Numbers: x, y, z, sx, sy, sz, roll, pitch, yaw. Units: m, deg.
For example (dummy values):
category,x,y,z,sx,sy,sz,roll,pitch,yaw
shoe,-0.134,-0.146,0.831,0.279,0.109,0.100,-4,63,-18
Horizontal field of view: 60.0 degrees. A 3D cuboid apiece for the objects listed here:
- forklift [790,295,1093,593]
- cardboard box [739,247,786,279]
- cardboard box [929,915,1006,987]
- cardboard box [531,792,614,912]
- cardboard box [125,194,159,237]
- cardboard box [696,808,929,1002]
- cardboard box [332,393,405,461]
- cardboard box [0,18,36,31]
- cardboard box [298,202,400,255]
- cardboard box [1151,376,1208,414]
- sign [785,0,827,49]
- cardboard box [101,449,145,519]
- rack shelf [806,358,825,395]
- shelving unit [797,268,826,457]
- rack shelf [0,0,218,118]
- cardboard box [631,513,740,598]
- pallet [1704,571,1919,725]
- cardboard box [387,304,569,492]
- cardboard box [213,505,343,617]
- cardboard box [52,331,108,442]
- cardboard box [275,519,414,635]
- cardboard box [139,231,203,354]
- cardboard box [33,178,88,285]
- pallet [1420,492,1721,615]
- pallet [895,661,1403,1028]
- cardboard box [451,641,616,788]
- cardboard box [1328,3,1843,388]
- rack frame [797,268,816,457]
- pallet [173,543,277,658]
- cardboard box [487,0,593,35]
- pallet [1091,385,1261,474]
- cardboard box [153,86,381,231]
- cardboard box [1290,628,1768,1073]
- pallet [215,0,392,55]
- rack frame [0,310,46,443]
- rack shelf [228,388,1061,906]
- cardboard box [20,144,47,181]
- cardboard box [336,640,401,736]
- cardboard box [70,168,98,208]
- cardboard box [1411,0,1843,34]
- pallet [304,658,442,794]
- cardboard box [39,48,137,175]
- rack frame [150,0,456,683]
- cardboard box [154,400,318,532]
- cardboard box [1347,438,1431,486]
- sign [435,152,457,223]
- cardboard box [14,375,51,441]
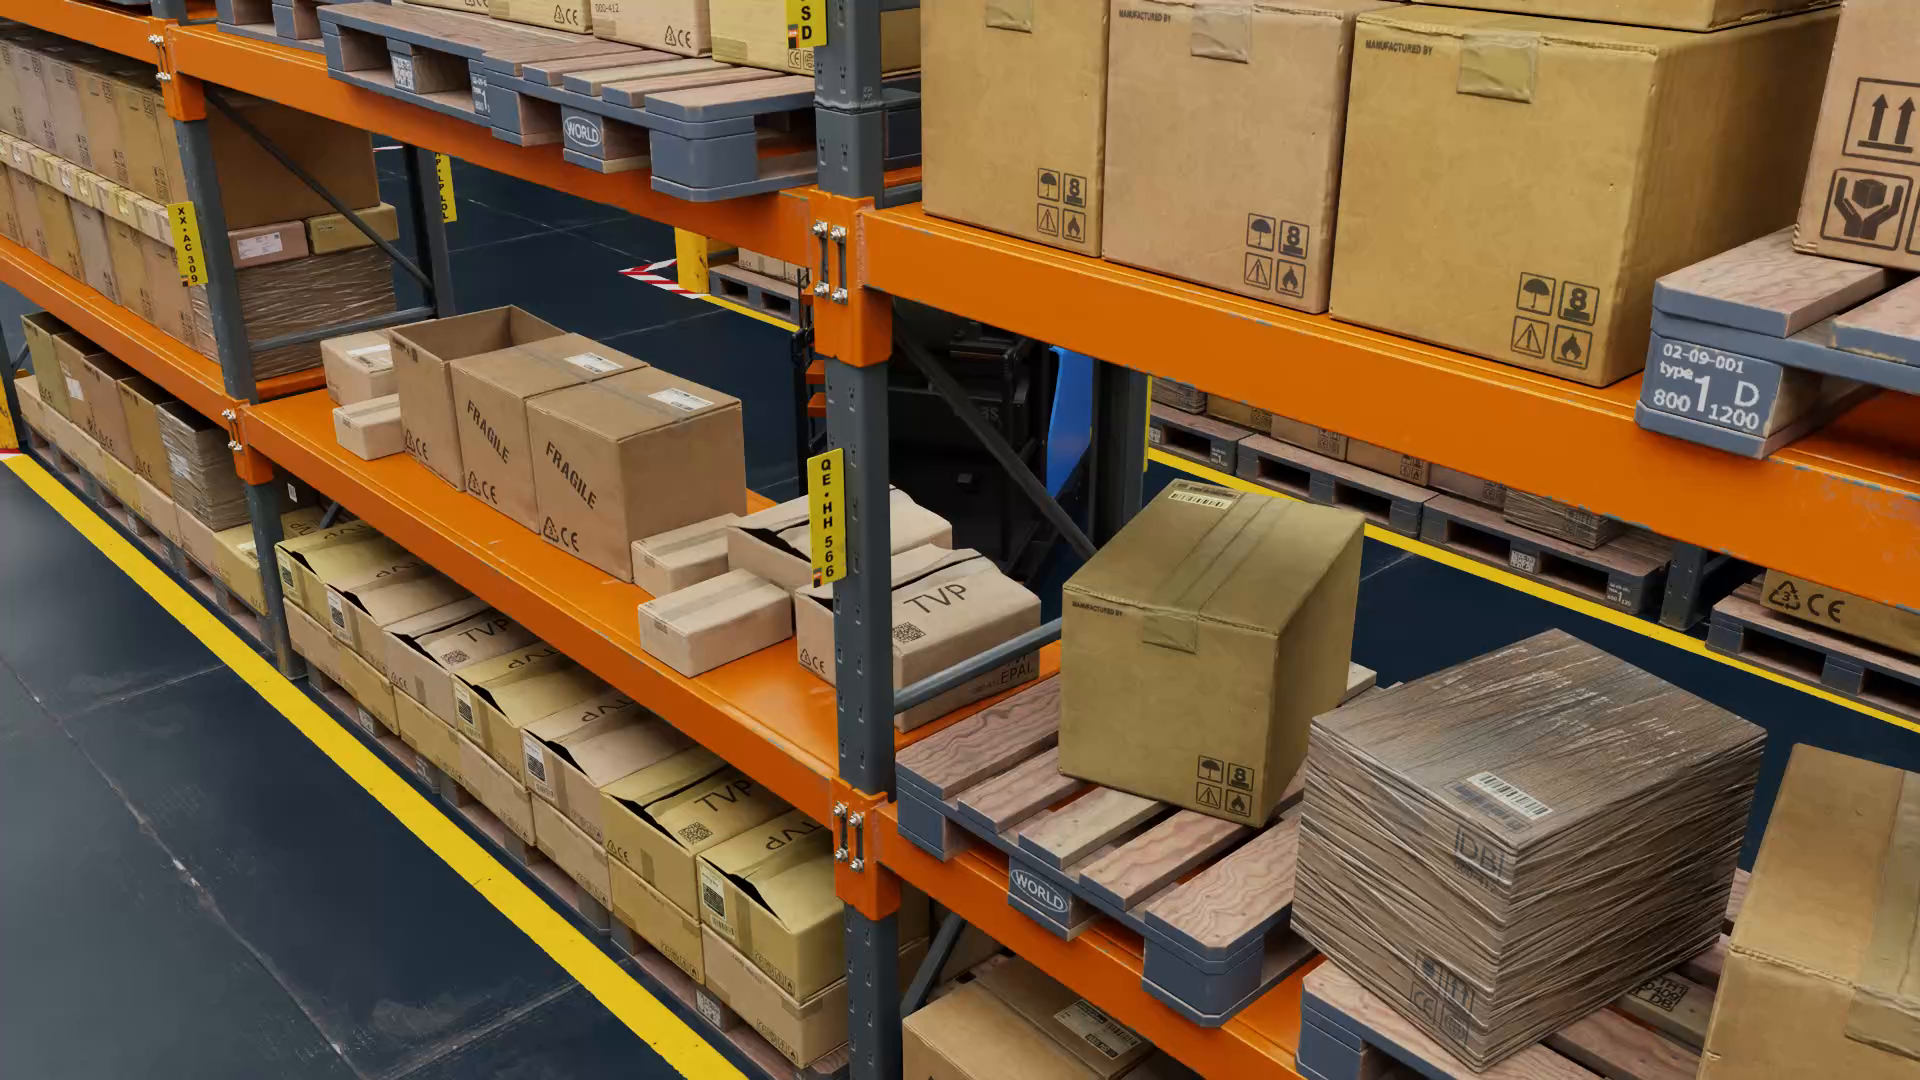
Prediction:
category,x,y,z,sx,sy,sz,roll,pitch,yaw
forklift,-0.185,-1.083,7.594,1.130,2.935,3.031,7,26,15
cardboard box,-1.351,-2.252,12.782,0.500,0.311,0.500,19,31,36
cardboard box,-0.047,1.138,5.449,0.500,0.250,0.500,-21,32,-39
cardboard box,-1.138,0.981,5.792,0.500,0.250,0.500,-20,31,-37
cardboard box,-3.509,-1.487,7.495,0.380,0.149,0.250,-21,32,-39
cardboard box,-0.442,1.036,4.996,0.500,0.311,0.500,-20,31,-37
cardboard box,-2.181,-0.451,6.428,0.380,0.149,0.250,-21,32,-38
cardboard box,-5.026,-2.578,9.104,0.700,0.500,0.500,-21,32,-38
cardboard box,-2.680,-1.369,7.235,0.380,0.149,0.250,-21,32,-39
cardboard box,1.491,-1.143,10.123,0.700,0.500,0.500,-20,31,-37
sign,-0.315,-1.161,3.349,0.100,0.325,0.005,-21,32,-38
cardboard box,-4.144,-0.363,8.739,0.500,0.250,0.500,-21,32,-38
rack shelf,-0.630,-0.919,9.482,0.480,0.148,0.258,3,25,6
shelving unit,-0.630,-0.981,9.454,0.503,1.200,0.258,3,25,6
rack shelf,-4.005,-2.535,7.946,1.077,0.370,4.000,-21,32,-38
cardboard box,-0.817,0.064,5.299,0.380,0.149,0.250,-18,30,-35
pallet,4.193,0.442,7.526,1.003,0.211,1.213,-21,32,-38
cardboard box,-1.765,-0.540,6.200,0.500,0.500,0.500,-19,30,-35
cardboard box,-3.114,0.090,7.747,0.500,0.250,0.500,-21,32,-38
cardboard box,-4.473,-0.861,8.926,0.500,0.500,0.500,-21,32,-38
cardboard box,-2.537,0.109,7.029,0.500,0.311,0.500,-21,32,-38
cardboard box,-3.311,-1.228,7.707,0.700,0.500,0.500,-22,32,-39
cardboard box,-4.364,-1.694,8.730,0.700,0.500,0.500,-21,32,-38
pallet,3.177,-0.055,8.616,1.003,0.211,1.213,-21,32,-38
pallet,0.611,0.593,4.068,1.213,0.211,1.003,-21,32,-38
cardboard box,-1.485,0.574,6.009,0.500,0.311,0.500,-20,31,-37
cardboard box,1.123,-0.656,2.838,0.910,0.500,0.500,-21,32,-38
rack frame,-0.873,-0.993,9.480,0.015,1.200,0.240,3,25,6
pallet,-3.151,0.124,8.224,1.003,0.211,1.213,-21,32,-38
cardboard box,-1.009,-1.619,4.746,0.500,0.250,0.500,-22,32,-39
pallet,1.509,-0.794,10.236,1.003,0.211,1.213,-21,32,-38
cardboard box,-2.946,-1.660,7.092,0.700,0.500,0.500,-21,32,-38
cardboard box,1.095,0.574,3.252,0.700,0.500,0.500,-15,28,-29
pallet,-2.025,-1.906,5.930,1.217,0.209,0.805,22,33,40
rack frame,-5.372,-2.104,9.747,1.000,3.000,0.127,-21,32,-38
rack shelf,-1.271,0.041,5.912,1.077,0.370,4.000,-21,32,-38
cardboard box,-4.554,-1.952,8.513,0.250,0.149,0.380,23,33,40
cardboard box,-2.195,0.516,6.812,0.500,0.250,0.500,-20,31,-37
cardboard box,-4.030,-1.719,8.002,0.380,0.149,0.250,-20,31,-37
cardboard box,1.087,-1.102,2.613,0.500,0.500,0.500,-21,32,-38
pallet,-2.106,0.589,7.205,1.003,0.211,1.213,-21,32,-38
cardboard box,-3.975,-2.116,8.092,0.700,0.500,0.500,-21,32,-38
rack frame,-2.638,-0.892,7.091,1.000,3.000,0.127,-21,32,-38
cardboard box,-3.448,-0.406,7.930,0.500,0.500,0.500,-21,32,-38
cardboard box,2.552,-0.684,9.117,0.700,0.500,0.500,-21,32,-39
sign,-2.248,-1.540,7.211,0.100,0.325,0.005,-21,32,-38
cardboard box,-5.168,-0.818,9.736,0.500,0.250,0.500,-21,32,-38
